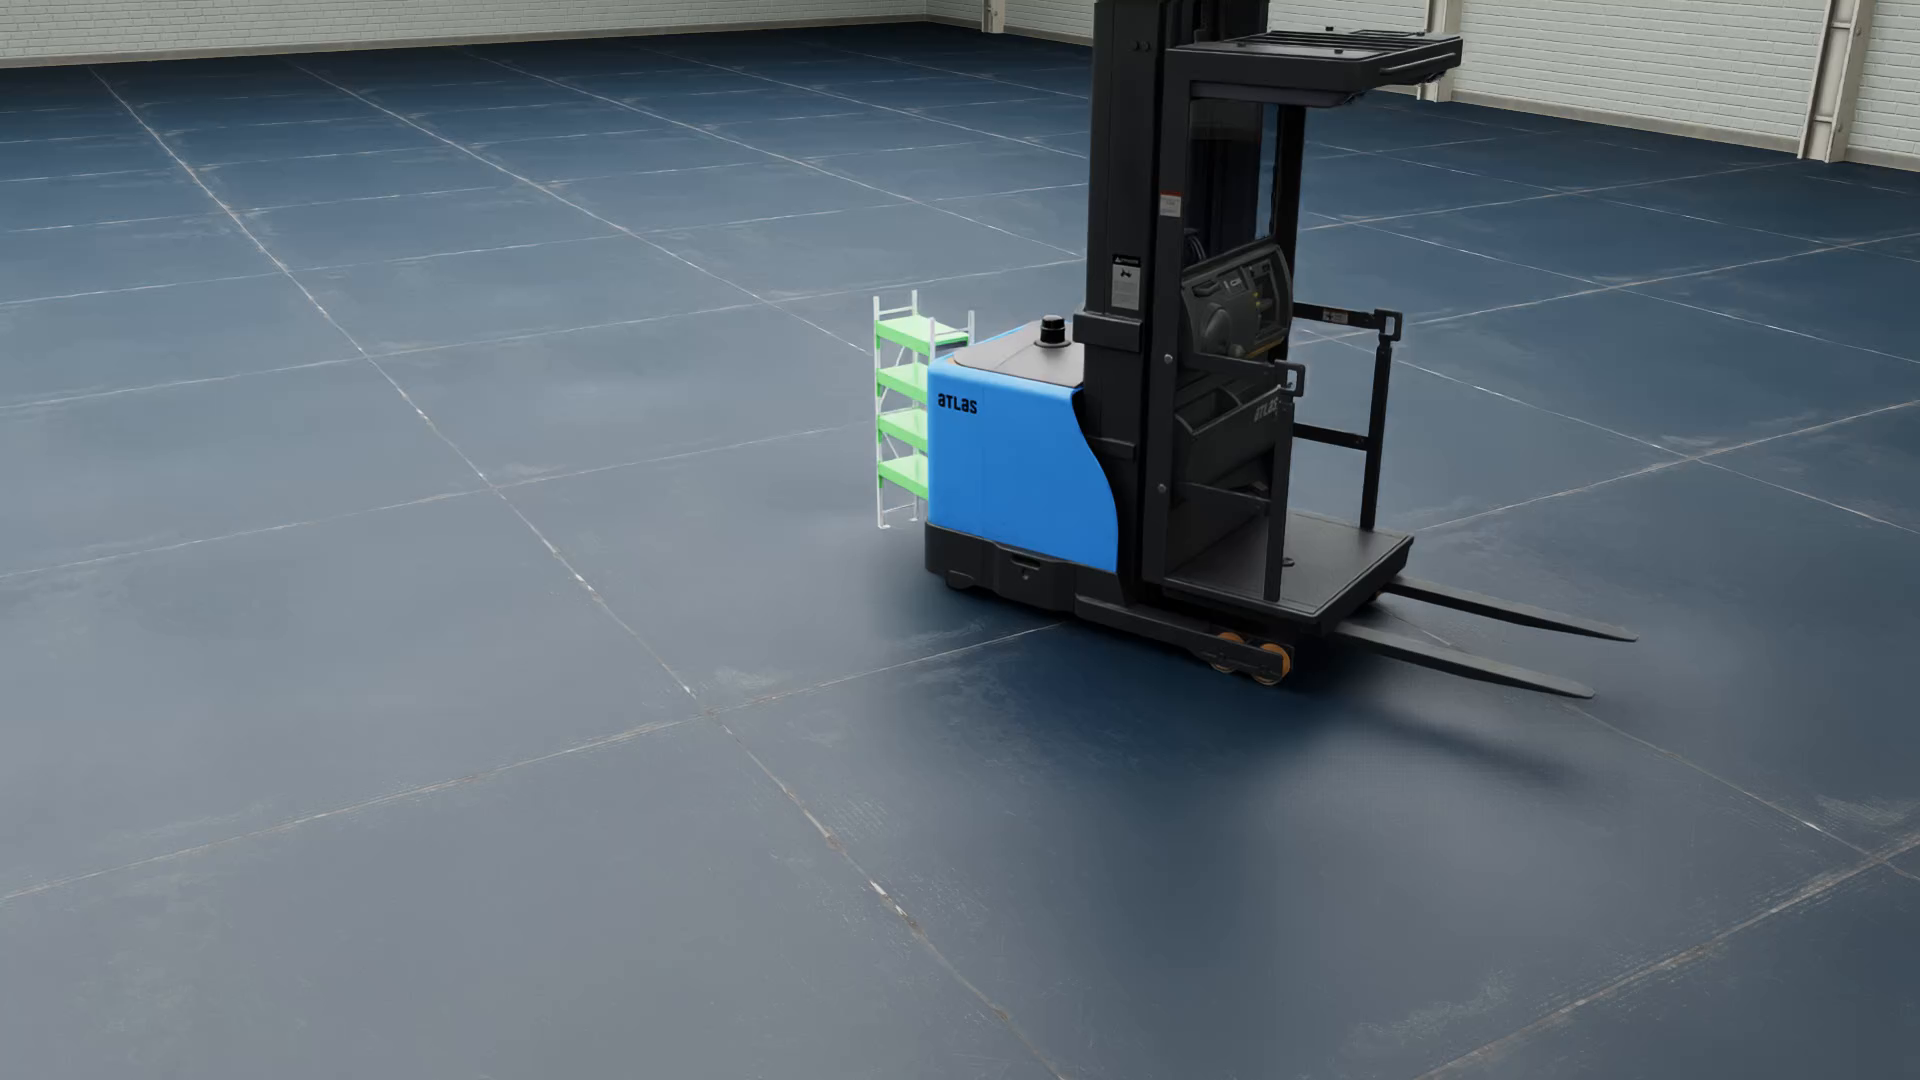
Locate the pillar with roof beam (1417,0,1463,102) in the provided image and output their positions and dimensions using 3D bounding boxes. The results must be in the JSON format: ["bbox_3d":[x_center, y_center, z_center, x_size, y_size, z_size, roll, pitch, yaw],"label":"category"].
[{"bbox_3d":[3.095,-9.646,20.093,9.100,9.000,0.400,-13,25,-28],"label":"pillar with roof beam"}]

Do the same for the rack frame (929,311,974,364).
[{"bbox_3d":[-0.038,-0.487,7.917,0.240,1.200,0.015,-14,26,-31],"label":"rack frame"}]

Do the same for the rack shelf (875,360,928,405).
[{"bbox_3d":[-0.175,-0.726,8.037,0.258,0.148,0.480,-14,26,-31],"label":"rack shelf"}]

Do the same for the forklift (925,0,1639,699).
[{"bbox_3d":[1.333,-0.988,6.850,3.031,2.935,1.130,15,26,32],"label":"forklift"}]

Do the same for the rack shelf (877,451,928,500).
[{"bbox_3d":[-0.175,-0.282,8.218,0.258,0.148,0.480,-14,26,-31],"label":"rack shelf"}]

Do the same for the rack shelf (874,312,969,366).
[{"bbox_3d":[-0.175,-0.949,7.947,0.258,0.148,0.480,-14,26,-31],"label":"rack shelf"}]

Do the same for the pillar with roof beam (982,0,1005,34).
[{"bbox_3d":[-3.035,-13.531,29.650,9.100,9.000,0.400,-13,25,-28],"label":"pillar with roof beam"}]

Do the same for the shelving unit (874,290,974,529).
[{"bbox_3d":[-0.175,-0.563,8.103,0.258,1.200,0.503,-14,26,-31],"label":"shelving unit"}]

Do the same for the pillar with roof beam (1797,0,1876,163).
[{"bbox_3d":[6.159,-7.704,15.315,9.100,9.000,0.400,-13,25,-28],"label":"pillar with roof beam"}]

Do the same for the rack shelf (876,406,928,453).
[{"bbox_3d":[-0.175,-0.504,8.127,0.258,0.148,0.480,-14,26,-31],"label":"rack shelf"}]

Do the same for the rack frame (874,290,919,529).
[{"bbox_3d":[-0.313,-0.639,8.290,0.240,1.200,0.015,-14,26,-31],"label":"rack frame"}]
